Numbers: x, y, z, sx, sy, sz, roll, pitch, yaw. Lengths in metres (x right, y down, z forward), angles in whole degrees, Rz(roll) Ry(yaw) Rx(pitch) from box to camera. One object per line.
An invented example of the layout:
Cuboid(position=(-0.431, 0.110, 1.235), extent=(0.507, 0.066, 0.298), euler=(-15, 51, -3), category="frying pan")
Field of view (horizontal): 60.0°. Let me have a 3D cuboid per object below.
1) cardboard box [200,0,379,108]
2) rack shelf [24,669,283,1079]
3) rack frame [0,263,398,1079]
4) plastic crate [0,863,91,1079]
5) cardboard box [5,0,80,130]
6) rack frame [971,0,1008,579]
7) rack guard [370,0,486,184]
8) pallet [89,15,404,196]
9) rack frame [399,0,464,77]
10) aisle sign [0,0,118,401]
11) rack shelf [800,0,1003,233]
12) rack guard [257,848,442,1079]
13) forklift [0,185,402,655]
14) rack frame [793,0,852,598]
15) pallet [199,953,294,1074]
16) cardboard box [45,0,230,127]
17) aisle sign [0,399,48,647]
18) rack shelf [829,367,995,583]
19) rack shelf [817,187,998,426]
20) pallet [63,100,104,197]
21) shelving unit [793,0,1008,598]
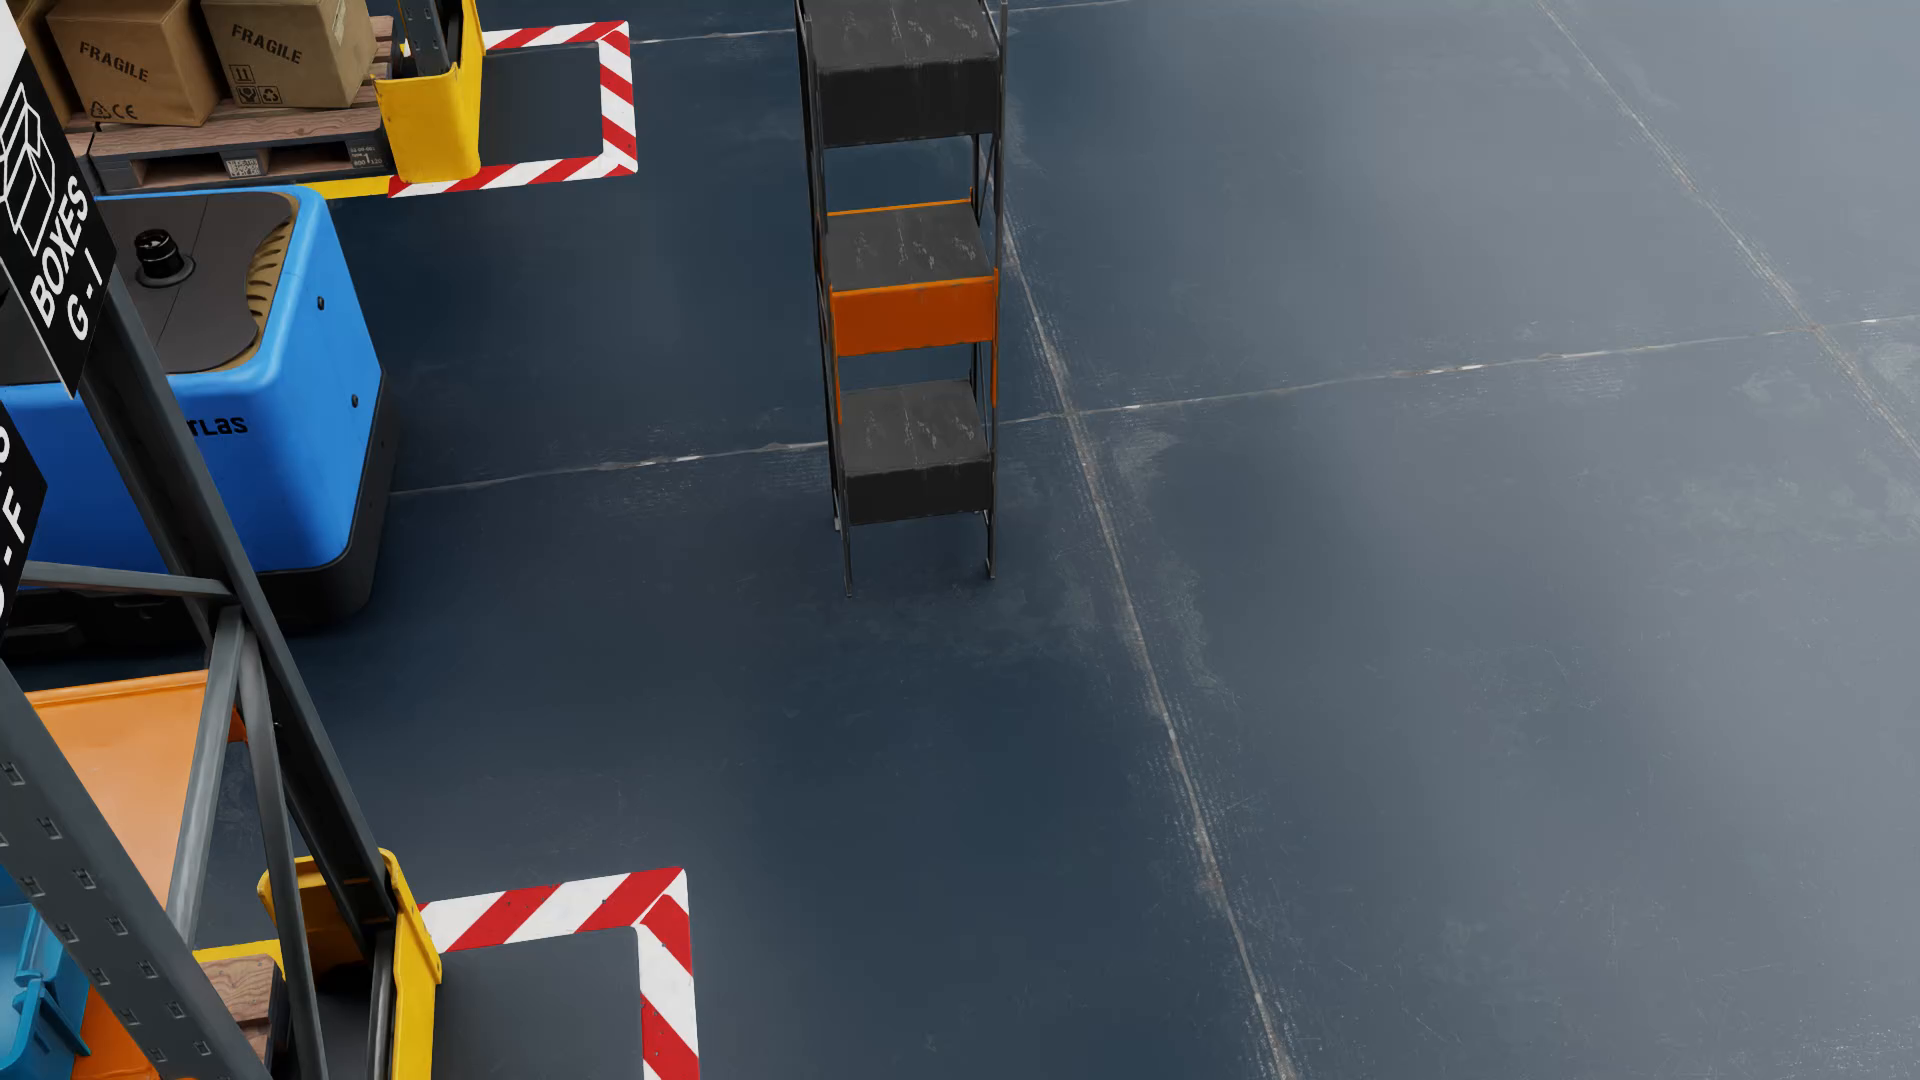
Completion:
Cuboid(position=(-2.916, -2.242, 7.272), extent=(0.500, 0.500, 0.500), euler=(1, 46, 1), category="cardboard box")
Cuboid(position=(-3.424, 0.981, 3.221), extent=(4.000, 0.370, 1.077), euler=(-7, 46, -7), category="rack shelf")
Cuboid(position=(-1.453, 0.486, 3.199), extent=(0.127, 3.000, 1.000), euler=(-7, 46, -7), category="rack frame")
Cuboid(position=(-1.895, 0.811, 2.989), extent=(0.616, 0.251, 0.499), euler=(-7, 46, -7), category="plastic crate")
Cuboid(position=(-4.119, -2.081, 7.116), extent=(0.500, 0.500, 0.500), euler=(-3, 46, -3), category="cardboard box")
Cuboid(position=(0.077, -0.738, 5.003), extent=(0.015, 2.100, 0.400), euler=(-7, 46, -7), category="rack frame")
Cuboid(position=(-2.373, -2.152, 7.476), extent=(0.348, 0.500, 1.175), euler=(-7, 46, -7), category="rack guard")
Cuboid(position=(-3.179, -1.977, 7.508), extent=(1.213, 0.211, 1.003), euler=(-7, 46, -7), category="pallet")
Cuboid(position=(-2.298, -3.029, 6.585), extent=(0.127, 3.000, 1.000), euler=(-7, 46, -7), category="rack frame")
Cuboid(position=(-1.432, -0.633, 2.471), extent=(0.004, 0.787, 0.394), euler=(-7, 46, -7), category="aisle sign")
Cuboid(position=(-0.163, -1.184, 4.480), extent=(0.480, 0.518, 0.431), euler=(-7, 46, -7), category="rack shelf")
Cuboid(position=(-1.520, 1.396, 4.058), extent=(0.348, 0.500, 1.175), euler=(-7, 46, -7), category="rack guard")
Cuboid(position=(-3.494, -0.969, 4.649), extent=(3.031, 2.935, 1.130), euler=(-5, 46, -4), category="forklift")
Cuboid(position=(-0.404, -0.678, 4.945), extent=(0.015, 2.100, 0.400), euler=(-7, 46, -7), category="rack frame")
Cuboid(position=(-2.322, 1.592, 4.069), extent=(1.213, 0.211, 1.003), euler=(-7, 46, -7), category="pallet")
Cuboid(position=(-3.499, -2.144, 7.177), extent=(0.500, 0.500, 0.500), euler=(4, 46, 4), category="cardboard box")
Cuboid(position=(-1.332, -0.214, 2.068), extent=(0.004, 0.787, 0.394), euler=(-7, 46, -7), category="aisle sign")
Cuboid(position=(-0.163, -0.213, 5.488), extent=(0.480, 0.518, 0.431), euler=(-7, 46, -7), category="rack shelf")
Cuboid(position=(-0.163, -0.699, 4.984), extent=(0.480, 0.518, 0.431), euler=(-7, 46, -7), category="rack shelf")
Cuboid(position=(-4.379, -1.830, 7.366), extent=(1.213, 0.211, 1.003), euler=(-7, 46, -7), category="pallet")
Cuboid(position=(-0.163, -0.708, 4.974), extent=(0.503, 2.100, 0.431), euler=(-7, 46, -7), category="shelving unit")
